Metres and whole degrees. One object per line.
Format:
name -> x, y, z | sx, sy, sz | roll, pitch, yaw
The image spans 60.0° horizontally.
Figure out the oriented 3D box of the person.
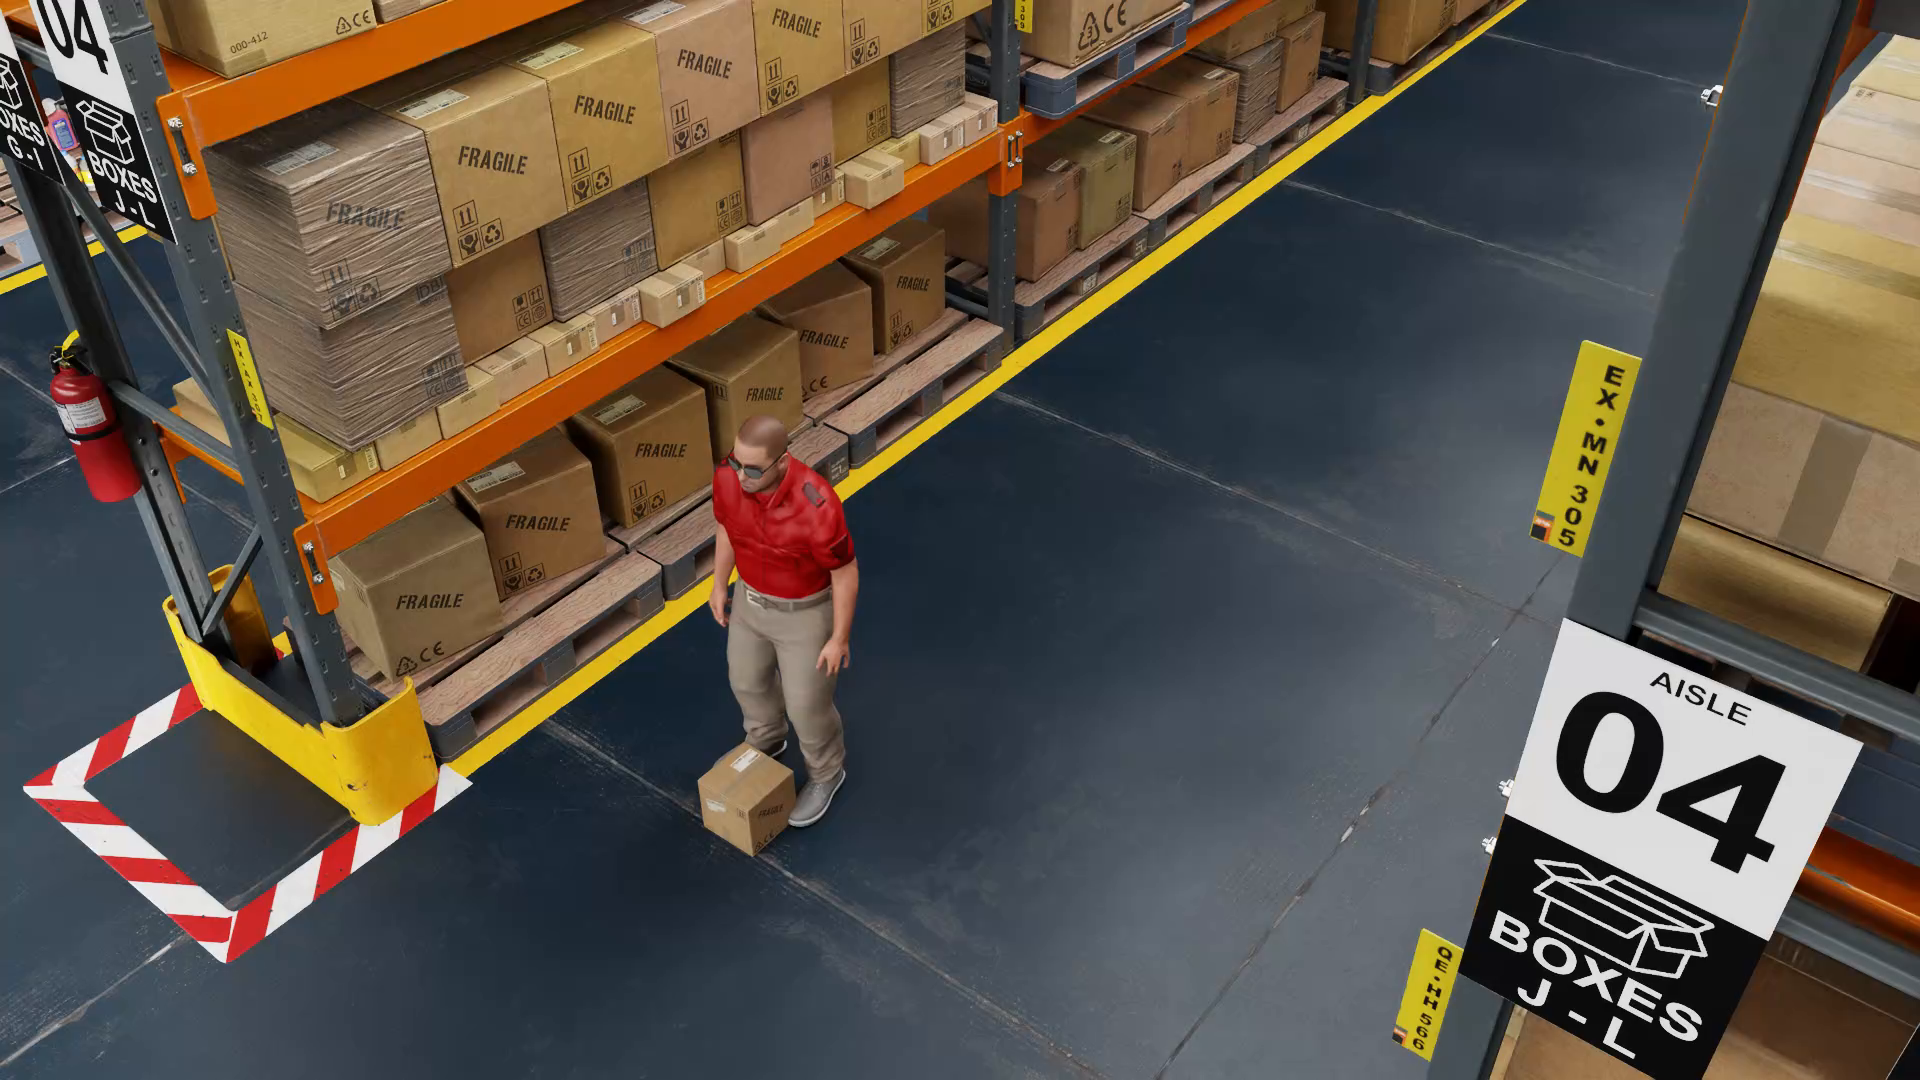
person -> -0.628, 0.254, 5.847 | 0.606, 1.727, 0.389 | 23, 44, 26
